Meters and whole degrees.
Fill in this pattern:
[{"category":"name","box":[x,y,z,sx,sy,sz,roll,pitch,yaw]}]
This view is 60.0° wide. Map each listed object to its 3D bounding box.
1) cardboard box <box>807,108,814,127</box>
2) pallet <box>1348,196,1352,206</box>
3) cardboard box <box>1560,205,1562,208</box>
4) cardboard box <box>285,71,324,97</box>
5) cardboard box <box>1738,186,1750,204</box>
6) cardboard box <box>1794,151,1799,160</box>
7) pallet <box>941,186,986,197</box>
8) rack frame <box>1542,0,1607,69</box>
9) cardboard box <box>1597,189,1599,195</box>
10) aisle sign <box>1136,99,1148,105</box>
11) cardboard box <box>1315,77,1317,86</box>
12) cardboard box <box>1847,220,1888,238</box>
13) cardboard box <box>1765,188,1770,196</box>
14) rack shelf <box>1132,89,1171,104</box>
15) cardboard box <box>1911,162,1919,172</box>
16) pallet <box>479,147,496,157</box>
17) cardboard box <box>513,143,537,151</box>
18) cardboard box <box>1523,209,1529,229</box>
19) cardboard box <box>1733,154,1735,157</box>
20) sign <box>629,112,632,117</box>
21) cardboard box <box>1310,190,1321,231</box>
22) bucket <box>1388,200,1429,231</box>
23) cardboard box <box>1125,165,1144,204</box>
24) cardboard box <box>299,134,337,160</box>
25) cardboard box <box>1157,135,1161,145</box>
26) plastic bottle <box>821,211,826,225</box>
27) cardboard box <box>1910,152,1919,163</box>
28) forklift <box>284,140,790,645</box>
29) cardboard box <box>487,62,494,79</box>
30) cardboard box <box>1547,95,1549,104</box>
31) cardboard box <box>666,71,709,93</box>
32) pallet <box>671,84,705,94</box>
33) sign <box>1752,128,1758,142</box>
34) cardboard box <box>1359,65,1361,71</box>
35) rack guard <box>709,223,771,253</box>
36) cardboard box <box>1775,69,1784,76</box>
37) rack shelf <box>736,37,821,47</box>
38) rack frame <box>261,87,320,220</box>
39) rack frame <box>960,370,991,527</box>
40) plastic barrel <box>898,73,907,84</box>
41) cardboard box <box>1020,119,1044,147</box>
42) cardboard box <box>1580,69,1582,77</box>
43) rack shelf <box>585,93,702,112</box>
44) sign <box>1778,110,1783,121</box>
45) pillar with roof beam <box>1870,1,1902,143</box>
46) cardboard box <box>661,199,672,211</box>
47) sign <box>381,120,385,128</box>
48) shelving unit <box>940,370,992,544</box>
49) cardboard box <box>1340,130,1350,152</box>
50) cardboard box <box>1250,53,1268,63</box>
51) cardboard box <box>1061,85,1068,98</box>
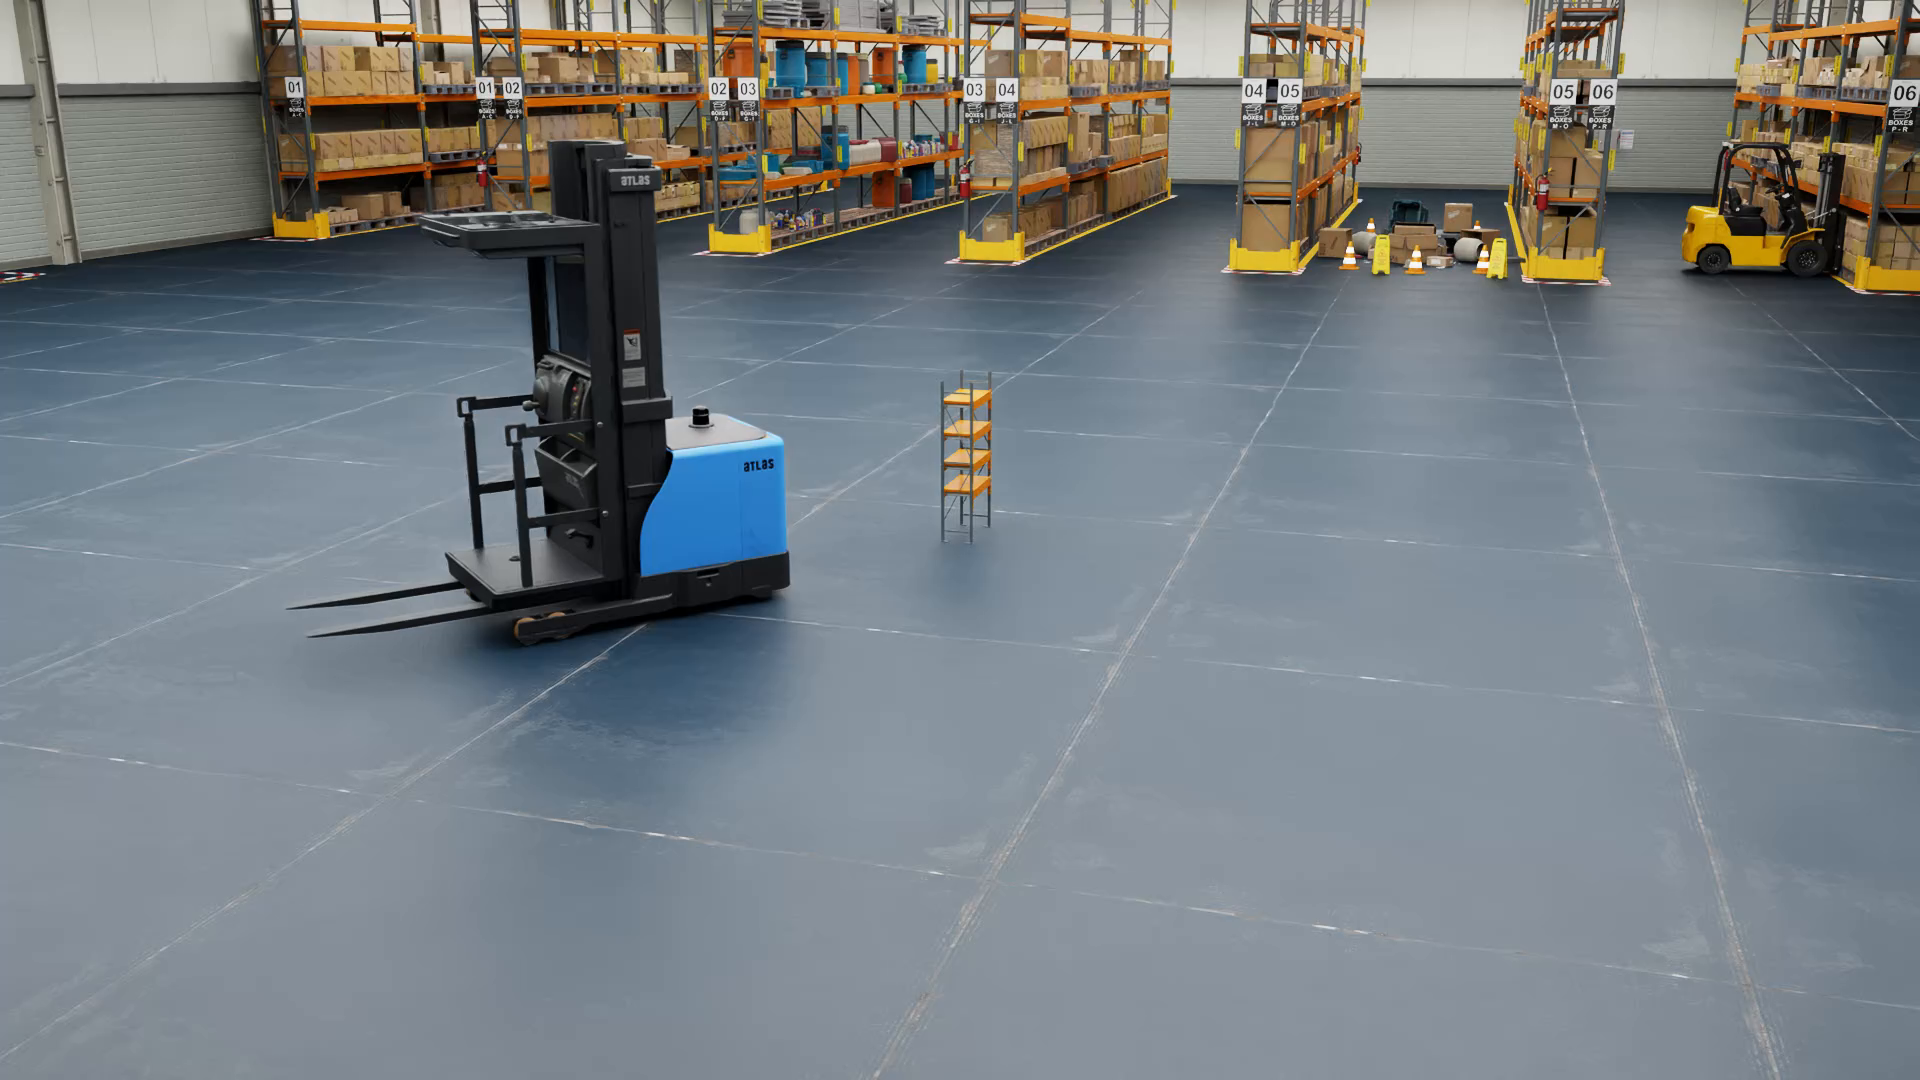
[{"category":"cardboard box","box":[-4.392,-11.788,46.375,0.500,0.500,0.500,5,17,17]},{"category":"pallet","box":[9.551,-8.777,42.887,1.003,0.211,1.213,5,16,16]},{"category":"cardboard box","box":[11.291,-5.916,30.584,0.500,0.500,0.500,4,16,15]},{"category":"cardboard box","box":[-13.349,-9.295,33.884,0.500,0.500,0.500,5,17,17]},{"category":"cardboard box","box":[18.532,-7.961,38.713,0.700,0.500,0.500,4,16,14]},{"category":"cardboard box","box":[16.595,-7.454,32.472,0.500,0.250,0.500,5,17,18]},{"category":"pallet","box":[0.091,-9.589,45.750,1.003,0.211,1.213,5,16,16]},{"category":"rack frame","box":[11.202,-9.737,30.169,1.000,3.000,0.127,5,16,16]},{"category":"cardboard box","box":[10.572,-5.887,28.048,0.380,0.149,0.250,4,16,14]},{"category":"aisle sign","box":[4.844,-12.052,44.559,0.394,0.787,0.004,5,16,16]},{"category":"cardboard box","box":[6.270,-8.328,30.203,0.380,0.149,0.250,4,16,15]},{"category":"cardboard box","box":[14.797,-5.060,27.108,0.500,0.250,0.500,5,17,17]},{"category":"cardboard box","box":[17.640,-7.517,35.957,0.380,0.149,0.250,5,16,16]},{"category":"rack shelf","box":[4.543,-11.333,42.610,1.077,0.370,4.000,5,16,16]},{"category":"cardboard box","box":[15.171,-5.850,26.084,0.380,0.149,0.250,4,16,14]},{"category":"pallet","box":[-11.510,-9.532,40.789,1.213,0.211,1.003,5,16,16]},{"category":"cardboard box","box":[-8.615,-7.789,32.920,0.380,0.149,0.250,5,16,15]},{"category":"cardboard box","box":[11.967,-6.495,33.777,0.950,0.372,0.625,4,16,15]},{"category":"cardboard box","box":[19.016,-9.421,40.509,0.380,0.149,0.250,4,16,15]},{"category":"sign","box":[-9.667,-12.411,48.856,0.100,0.325,0.005,5,16,16]},{"category":"cardboard box","box":[6.795,-6.750,33.983,1.050,0.750,0.750,5,16,16]},{"category":"bucket","box":[8.599,-6.151,31.731,0.726,0.611,0.620,11,9,35]},{"category":"cardboard box","box":[3.811,-8.724,40.713,1.225,0.875,0.875,5,16,16]},{"category":"cardboard box","box":[-13.260,-8.125,34.344,0.500,0.500,0.500,5,16,16]},{"category":"cardboard box","box":[4.939,-10.417,43.289,0.500,0.250,0.500,4,16,14]},{"category":"plastic bottle","box":[-2.868,-6.757,34.828,0.061,0.283,0.133,5,17,19]},{"category":"cardboard box","box":[15.126,-5.995,26.053,0.380,0.149,0.250,4,16,15]},{"category":"forklift","box":[-2.646,-0.937,10.261,3.031,2.935,1.130,-10,19,-31]},{"category":"cardboard box","box":[-11.330,-11.650,41.421,0.700,0.500,0.500,3,16,12]},{"category":"cardboard box","box":[9.938,-7.310,27.567,0.380,0.149,0.250,5,17,16]},{"category":"cardboard box","box":[-6.568,-11.043,40.087,0.910,0.500,0.500,5,16,16]},{"category":"pallet","box":[-6.767,-10.603,39.064,1.213,0.211,1.003,5,17,18]},{"category":"sign","box":[17.713,-9.017,37.036,0.100,0.325,0.005,5,16,16]},{"category":"cardboard box","box":[10.025,-12.042,42.418,0.380,0.149,0.250,4,16,15]},{"category":"rack guard","box":[-4.208,-5.778,31.785,1.175,0.500,0.348,5,16,16]},{"category":"cardboard box","box":[17.349,-9.824,34.934,0.380,0.149,0.250,5,17,16]},{"category":"rack shelf","box":[-4.954,-13.544,44.913,1.077,0.370,4.000,5,16,16]},{"category":"rack frame","box":[-13.683,-7.726,34.070,1.000,3.000,0.127,5,16,16]},{"category":"rack frame","box":[0.116,-0.684,12.543,0.240,1.200,0.015,5,16,16]},{"category":"plastic barrel","box":[-1.390,-10.880,39.210,0.294,0.245,0.294,0,16,0]},{"category":"cardboard box","box":[1.271,-7.630,31.170,0.500,0.500,0.500,5,16,16]},{"category":"cardboard box","box":[10.824,-7.984,28.481,0.380,0.149,0.250,5,17,17]},{"category":"rack shelf","box":[-7.228,-10.009,37.942,1.077,0.370,4.000,5,16,16]},{"category":"sign","box":[19.899,-10.268,40.331,0.100,0.325,0.005,5,16,16]},{"category":"pillar with roof beam","box":[13.465,-10.323,32.233,9.100,9.000,0.400,5,16,16]},{"category":"cardboard box","box":[-7.007,-7.757,38.449,0.500,0.250,0.500,5,17,17]},{"category":"sign","box":[-13.080,-9.371,37.750,0.100,0.325,0.005,5,16,16]},{"category":"shelving unit","box":[0.047,-0.621,12.318,0.258,1.200,0.503,5,16,16]},{"category":"cardboard box","box":[9.083,-9.603,39.960,0.500,0.500,0.500,4,16,15]},{"category":"cardboard box","box":[5.061,-8.233,28.407,0.380,0.149,0.250,5,17,16]},{"category":"cardboard box","box":[1.821,-8.851,32.816,0.500,0.250,0.500,5,17,18]}]
